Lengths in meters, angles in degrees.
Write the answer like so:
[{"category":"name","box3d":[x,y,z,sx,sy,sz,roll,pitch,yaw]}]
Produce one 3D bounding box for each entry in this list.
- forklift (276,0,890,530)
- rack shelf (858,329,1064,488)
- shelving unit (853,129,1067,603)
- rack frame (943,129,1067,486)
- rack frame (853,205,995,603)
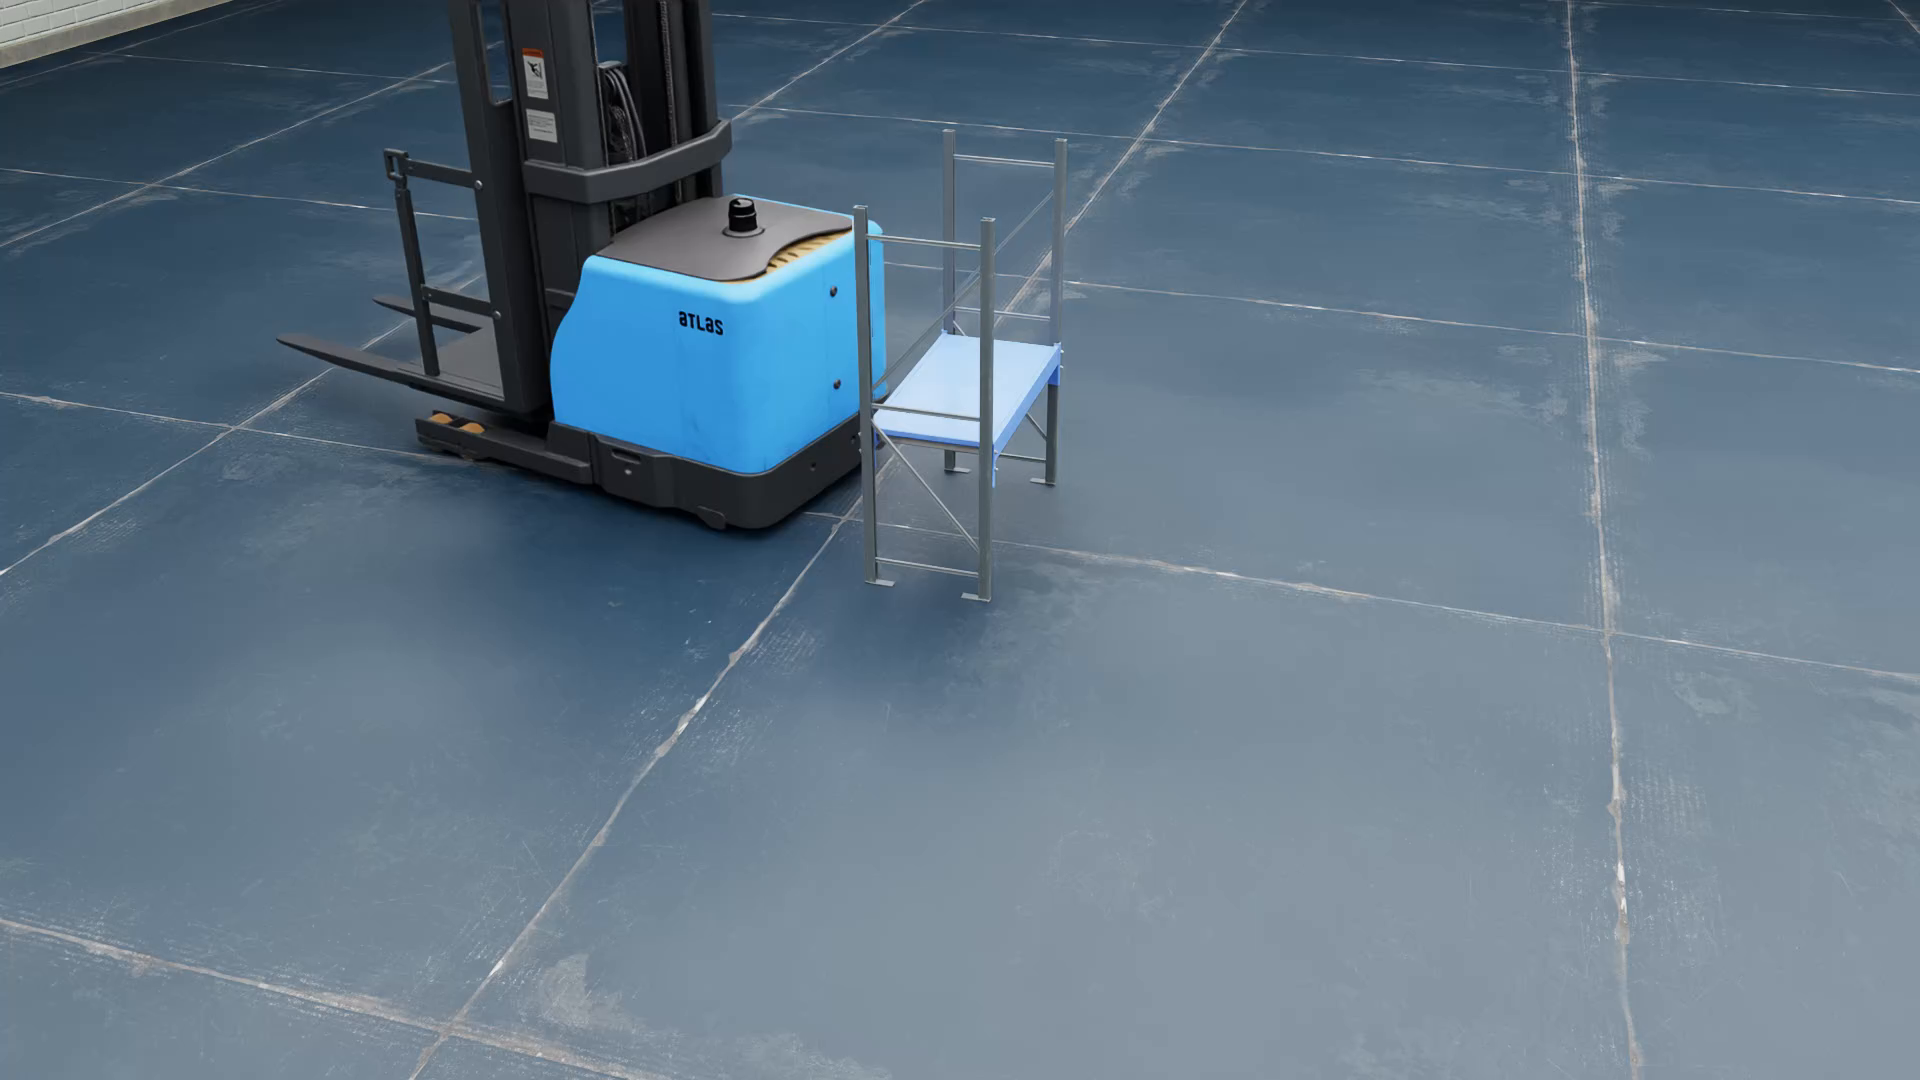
[{"category":"forklift","box3d":[-1.840,-1.835,7.033,3.031,2.935,1.130,16,33,26]},{"category":"rack shelf","box3d":[0.025,-0.538,6.544,0.538,0.185,1.000,8,30,15]},{"category":"shelving unit","box3d":[0.025,-0.695,6.457,0.538,1.500,1.048,8,30,15]},{"category":"rack frame","box3d":[0.174,-0.931,6.881,0.500,1.500,0.032,8,30,15]},{"category":"rack frame","box3d":[-0.124,-0.459,6.032,0.500,1.500,0.032,8,30,15]}]
